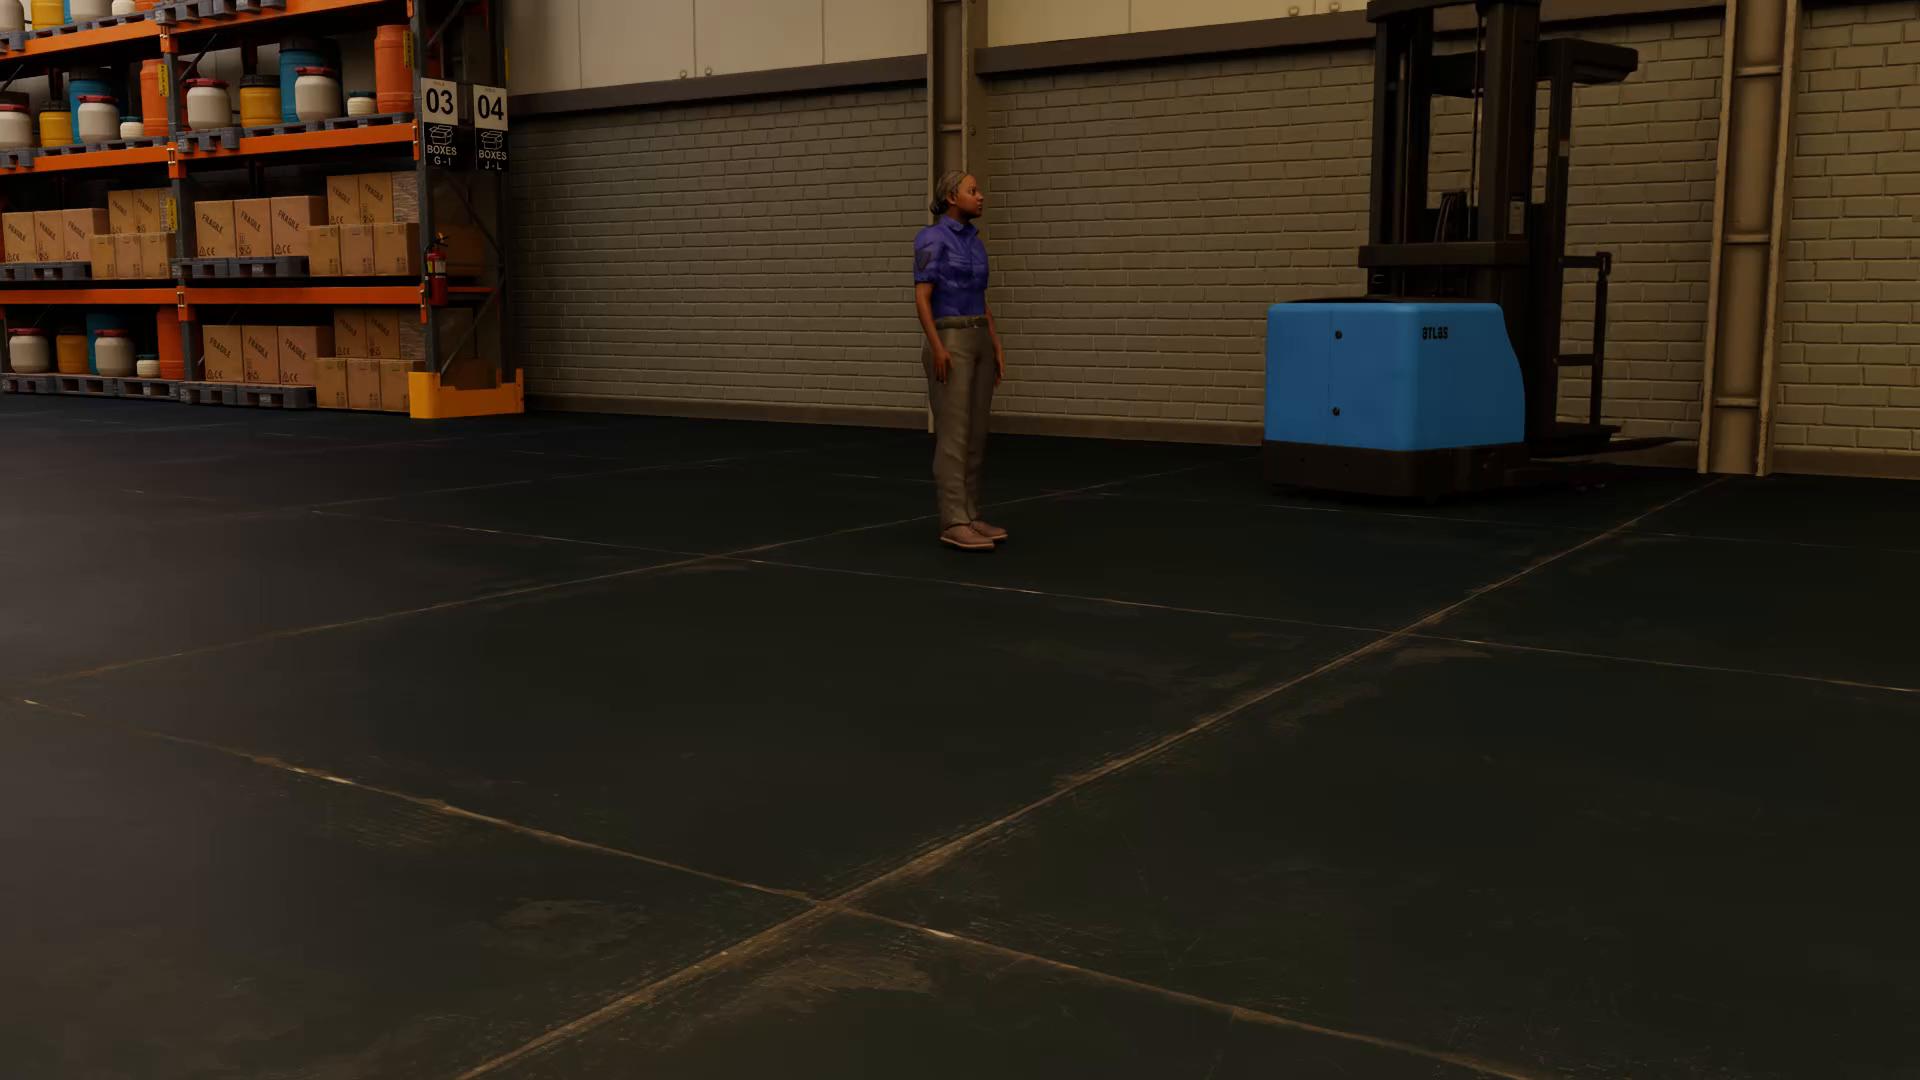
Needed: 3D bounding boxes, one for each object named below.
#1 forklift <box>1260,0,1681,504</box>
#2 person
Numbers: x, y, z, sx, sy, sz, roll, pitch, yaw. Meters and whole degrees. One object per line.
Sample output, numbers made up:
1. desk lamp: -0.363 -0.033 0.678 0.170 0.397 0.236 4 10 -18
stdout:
1. forklift: 3.178 -1.784 9.738 3.031 2.935 1.130 -6 10 -37
2. person: 0.062 -0.817 7.422 0.503 1.656 0.570 5 10 34
